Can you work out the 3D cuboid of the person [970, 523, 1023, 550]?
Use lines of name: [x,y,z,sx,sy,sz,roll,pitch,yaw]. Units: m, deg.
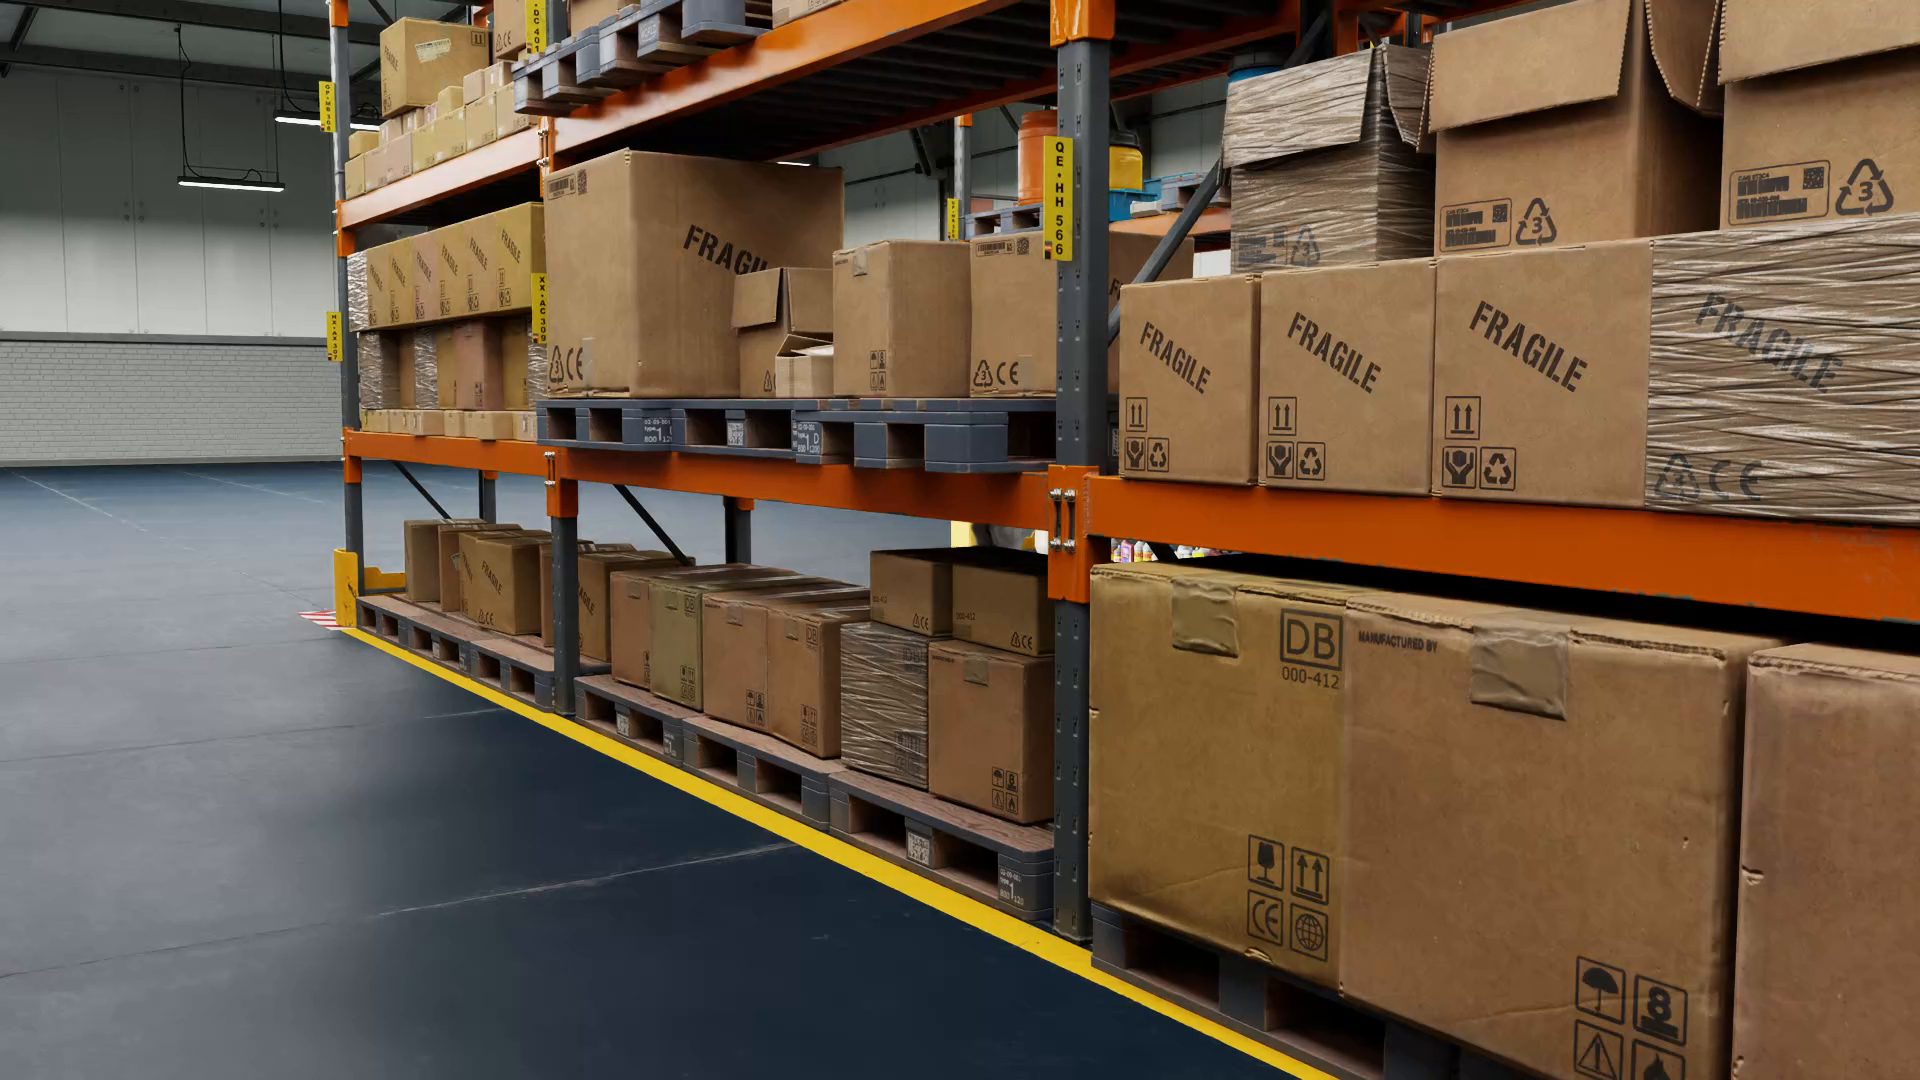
person: [0.219,-0.164,10.259,0.381,1.643,0.485,-3,6,-32]
